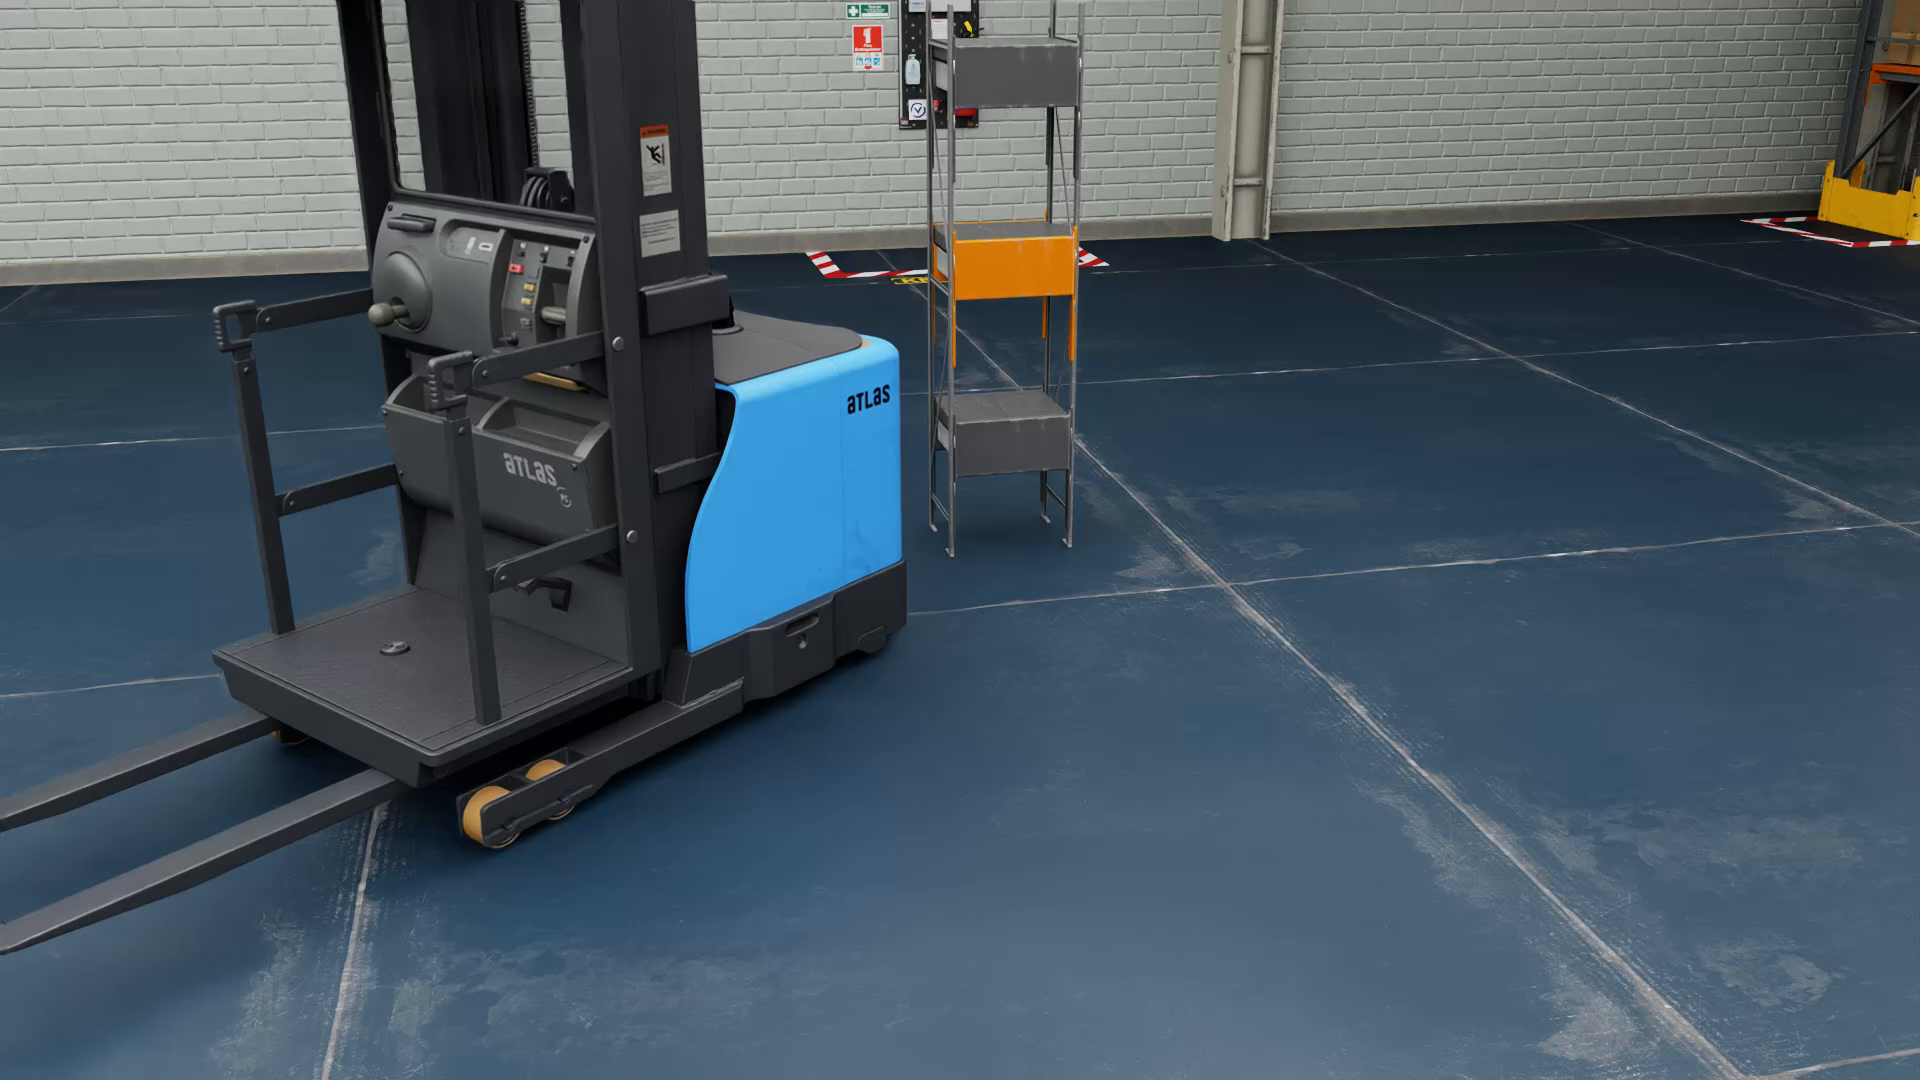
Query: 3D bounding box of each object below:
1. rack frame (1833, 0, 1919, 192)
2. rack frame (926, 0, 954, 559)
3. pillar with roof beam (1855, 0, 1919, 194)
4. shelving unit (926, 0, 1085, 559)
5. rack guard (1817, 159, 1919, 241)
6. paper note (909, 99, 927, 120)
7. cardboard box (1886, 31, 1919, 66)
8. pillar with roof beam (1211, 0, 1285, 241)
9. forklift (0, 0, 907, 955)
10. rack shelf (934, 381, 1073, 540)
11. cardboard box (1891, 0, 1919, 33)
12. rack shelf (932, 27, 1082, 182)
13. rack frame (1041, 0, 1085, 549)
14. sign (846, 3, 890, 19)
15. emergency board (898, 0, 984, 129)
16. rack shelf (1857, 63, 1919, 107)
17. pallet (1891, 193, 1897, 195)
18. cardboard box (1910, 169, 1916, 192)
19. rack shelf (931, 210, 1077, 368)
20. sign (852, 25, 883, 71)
[{"bbox_3d":[7.638,-4.011,13.403,0.127,3.000,1.000,-5,21,-12],"label":"rack frame"},{"bbox_3d":[-0.076,-0.980,6.436,0.015,2.100,0.400,-5,21,-12],"label":"rack frame"},{"bbox_3d":[9.111,-5.732,9.379,0.400,9.000,9.100,-5,21,-12],"label":"pillar with roof beam"},{"bbox_3d":[0.161,-0.999,6.489,0.503,2.100,0.431,-5,21,-12],"label":"shelving unit"},{"bbox_3d":[7.712,-2.843,13.850,0.348,0.500,1.175,-5,21,-12],"label":"rack guard"},{"bbox_3d":[-0.320,-3.294,12.726,0.142,0.148,0.016,-5,21,-12],"label":"paper note"},{"bbox_3d":[8.049,-4.052,13.704,0.500,0.250,0.500,-4,21,-12],"label":"cardboard box"},{"bbox_3d":[3.272,-5.257,8.083,0.400,9.000,9.100,-5,21,-12],"label":"pillar with roof beam"},{"bbox_3d":[-1.487,-0.729,4.545,1.130,2.935,3.031,15,25,35],"label":"forklift"},{"bbox_3d":[0.161,-0.329,6.735,0.480,0.518,0.431,-5,21,-12],"label":"rack shelf"},{"bbox_3d":[8.048,-4.411,13.593,0.500,0.500,0.500,-5,21,-13],"label":"cardboard box"},{"bbox_3d":[0.161,-1.644,6.253,0.480,0.518,0.431,-5,21,-12],"label":"rack shelf"},{"bbox_3d":[0.399,-1.018,6.542,0.015,2.100,0.400,-5,21,-12],"label":"rack frame"},{"bbox_3d":[-0.687,-3.952,12.420,0.331,0.109,0.001,-5,21,-12],"label":"sign"},{"bbox_3d":[-0.132,-3.698,12.550,0.643,1.169,0.194,-5,21,-12],"label":"emergency board"},{"bbox_3d":[9.585,-3.832,13.959,4.000,0.370,1.077,-5,21,-12],"label":"rack shelf"},{"bbox_3d":[8.511,-2.760,14.043,1.213,0.211,1.003,-5,21,-12],"label":"pallet"},{"bbox_3d":[8.332,-2.980,13.857,0.500,0.311,0.500,-7,21,-19],"label":"cardboard box"},{"bbox_3d":[0.161,-0.986,6.494,0.480,0.518,0.431,-5,21,-12],"label":"rack shelf"},{"bbox_3d":[-0.694,-3.706,12.518,0.234,0.329,0.001,-5,21,-12],"label":"sign"}]
